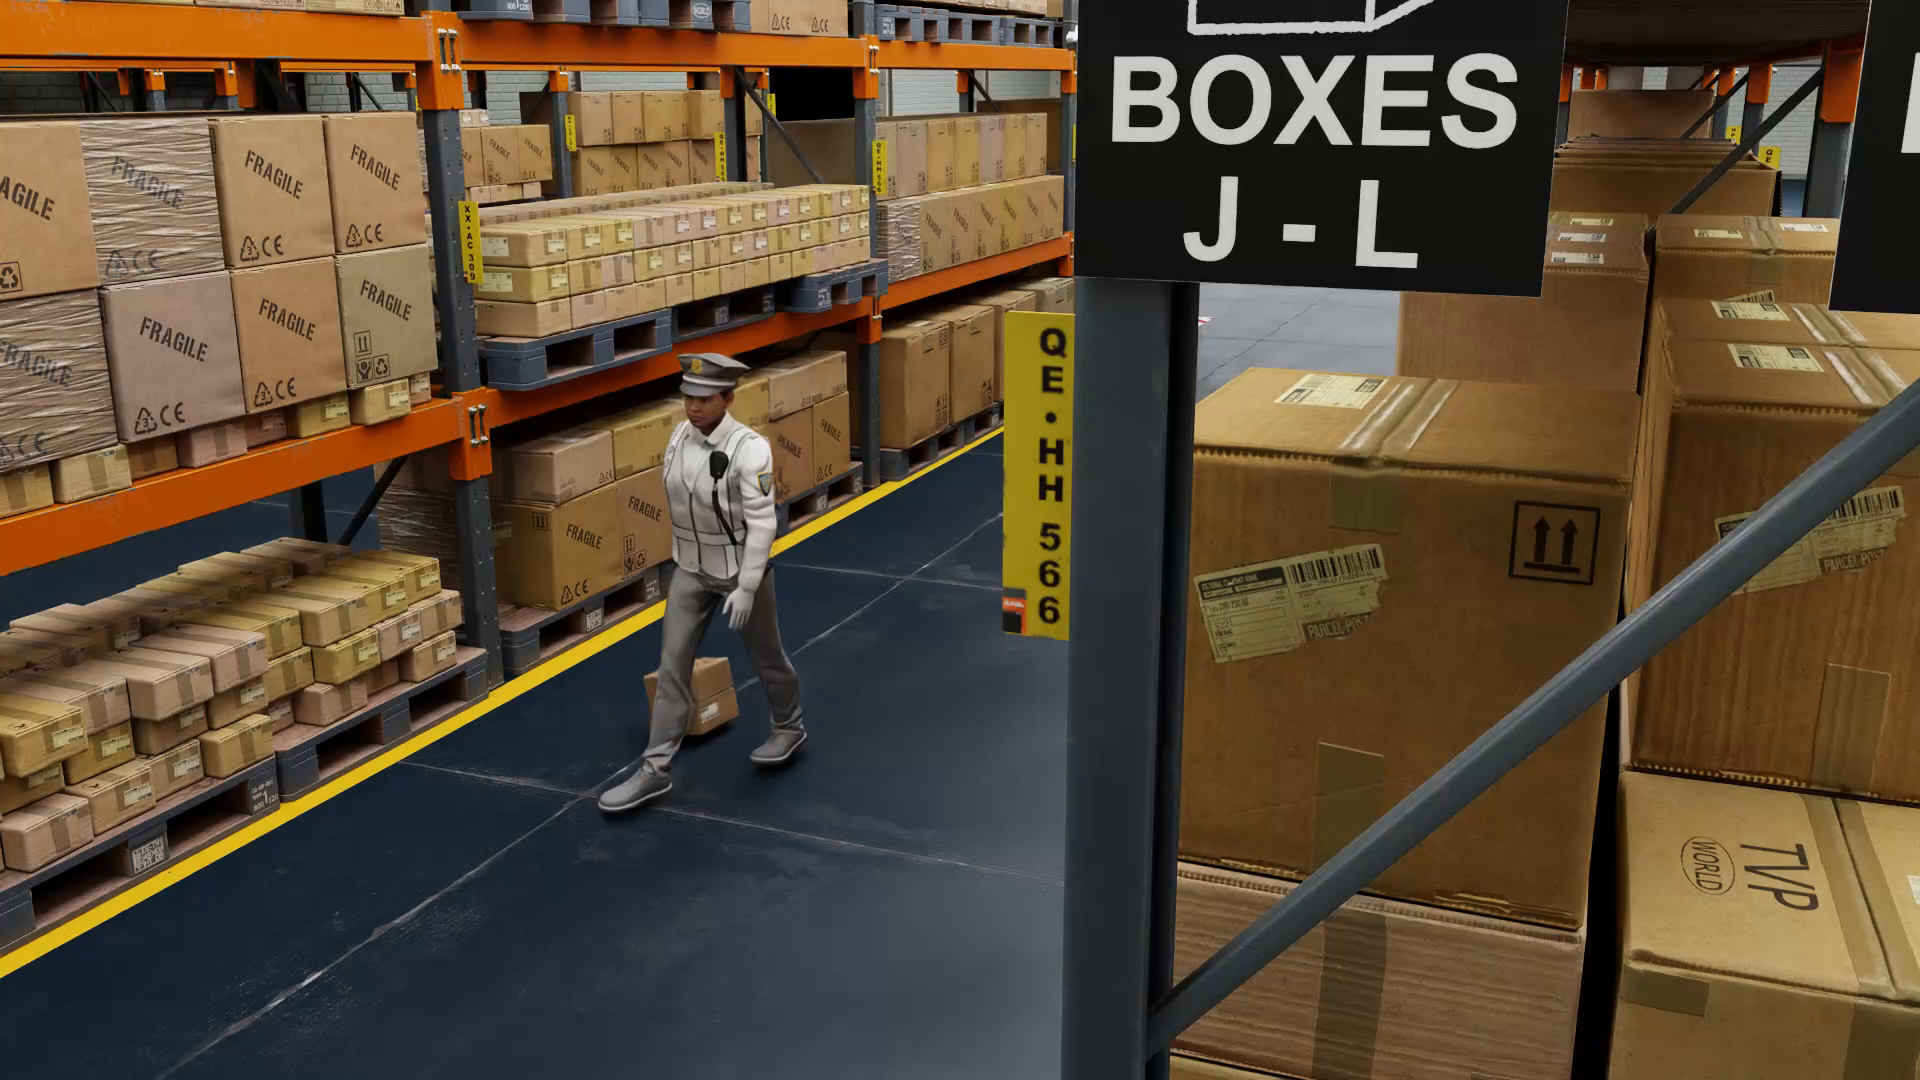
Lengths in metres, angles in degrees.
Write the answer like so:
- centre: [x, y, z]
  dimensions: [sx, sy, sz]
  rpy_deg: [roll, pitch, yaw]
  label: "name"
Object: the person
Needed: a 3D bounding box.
- centre: [-0.887, 0.120, 6.021]
  dimensions: [0.537, 1.629, 0.873]
  rpy_deg: [8, 17, 26]
  label: "person"
